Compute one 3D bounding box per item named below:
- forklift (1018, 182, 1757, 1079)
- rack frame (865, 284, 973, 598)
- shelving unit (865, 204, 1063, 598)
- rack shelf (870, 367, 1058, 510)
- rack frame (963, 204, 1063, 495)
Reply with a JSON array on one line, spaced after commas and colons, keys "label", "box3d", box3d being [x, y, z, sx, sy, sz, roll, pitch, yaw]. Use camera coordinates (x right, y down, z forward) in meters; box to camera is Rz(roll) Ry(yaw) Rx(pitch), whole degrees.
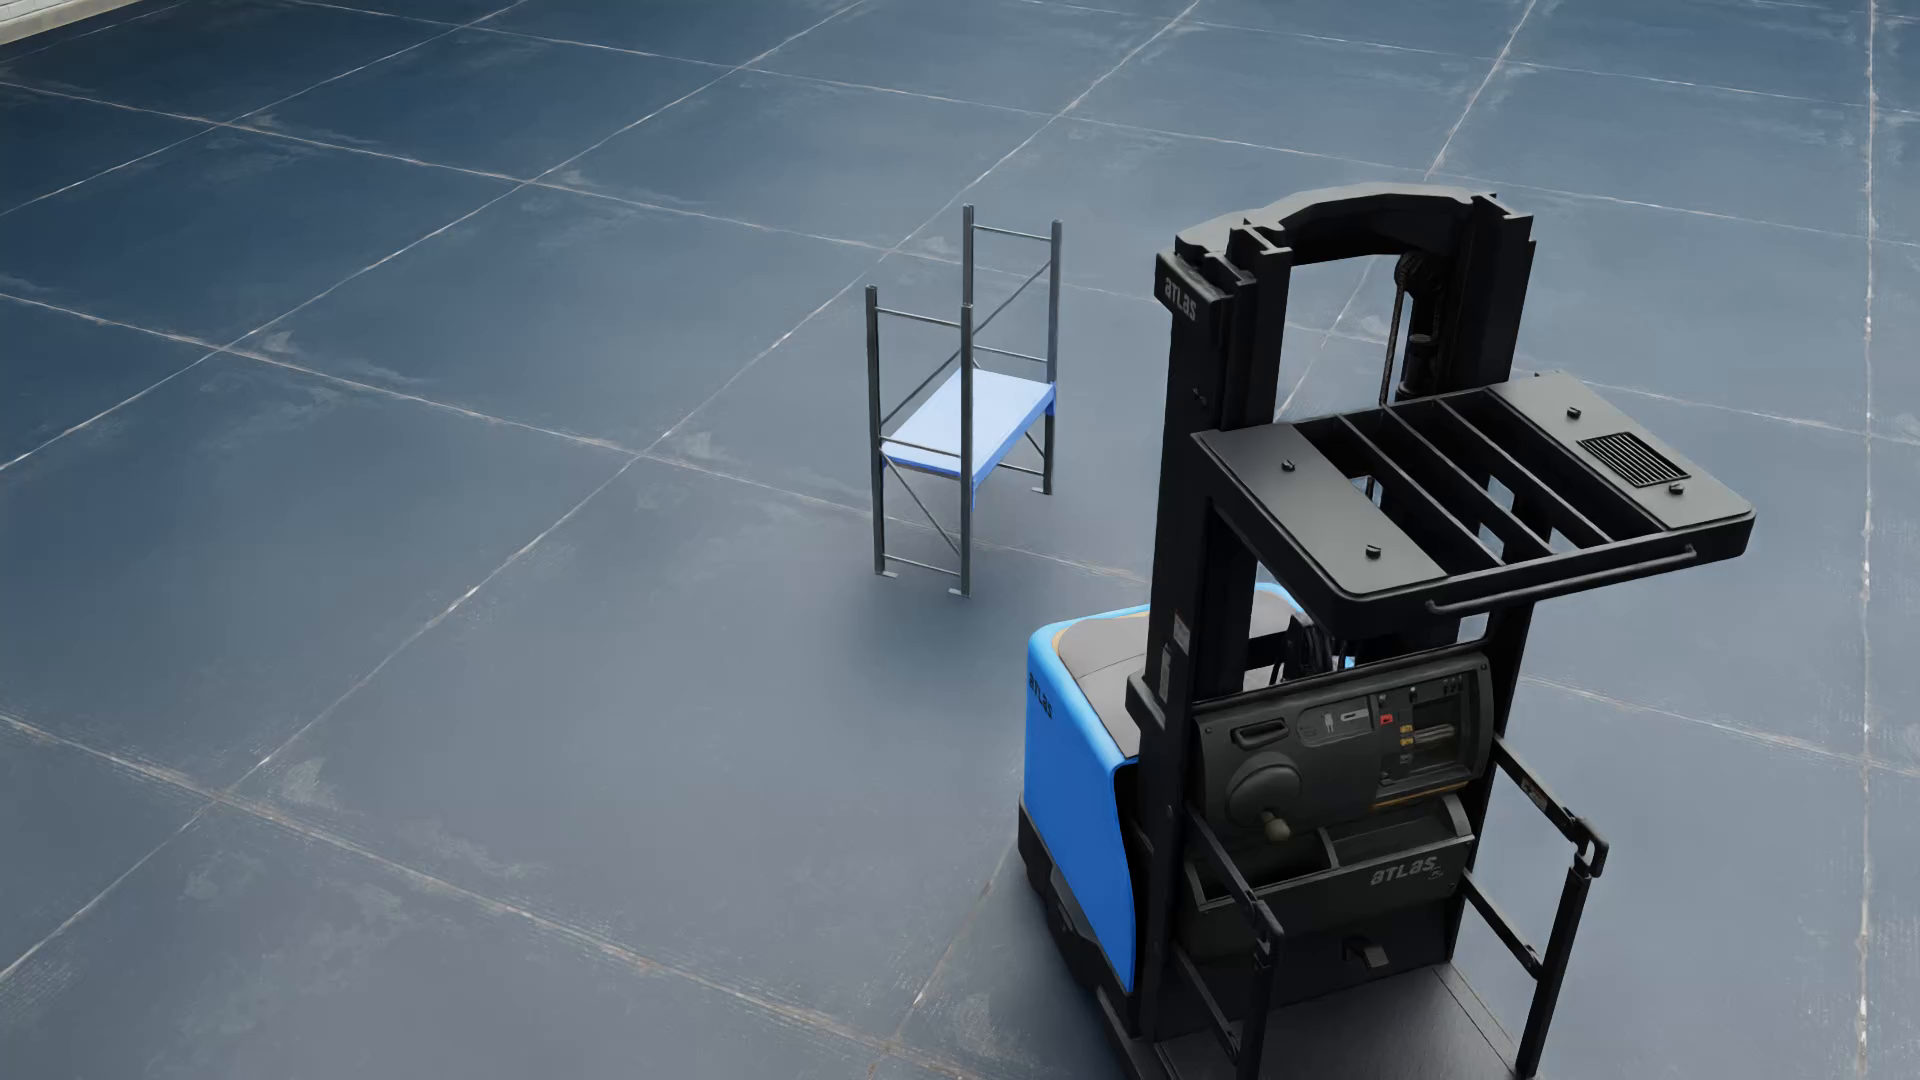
[{"label": "forklift", "box3d": [1.180, 0.657, 4.575, 1.130, 2.935, 3.031, -11, 35, -16]}, {"label": "rack frame", "box3d": [-0.177, -0.417, 7.517, 0.500, 1.500, 0.032, 14, 36, 20]}, {"label": "shelving unit", "box3d": [0.036, -0.670, 7.904, 0.538, 1.500, 1.048, 14, 36, 20]}, {"label": "rack shelf", "box3d": [0.036, -0.519, 8.002, 0.538, 0.185, 1.000, 14, 36, 20]}, {"label": "rack frame", "box3d": [0.248, -0.923, 8.290, 0.500, 1.500, 0.032, 14, 36, 20]}]
